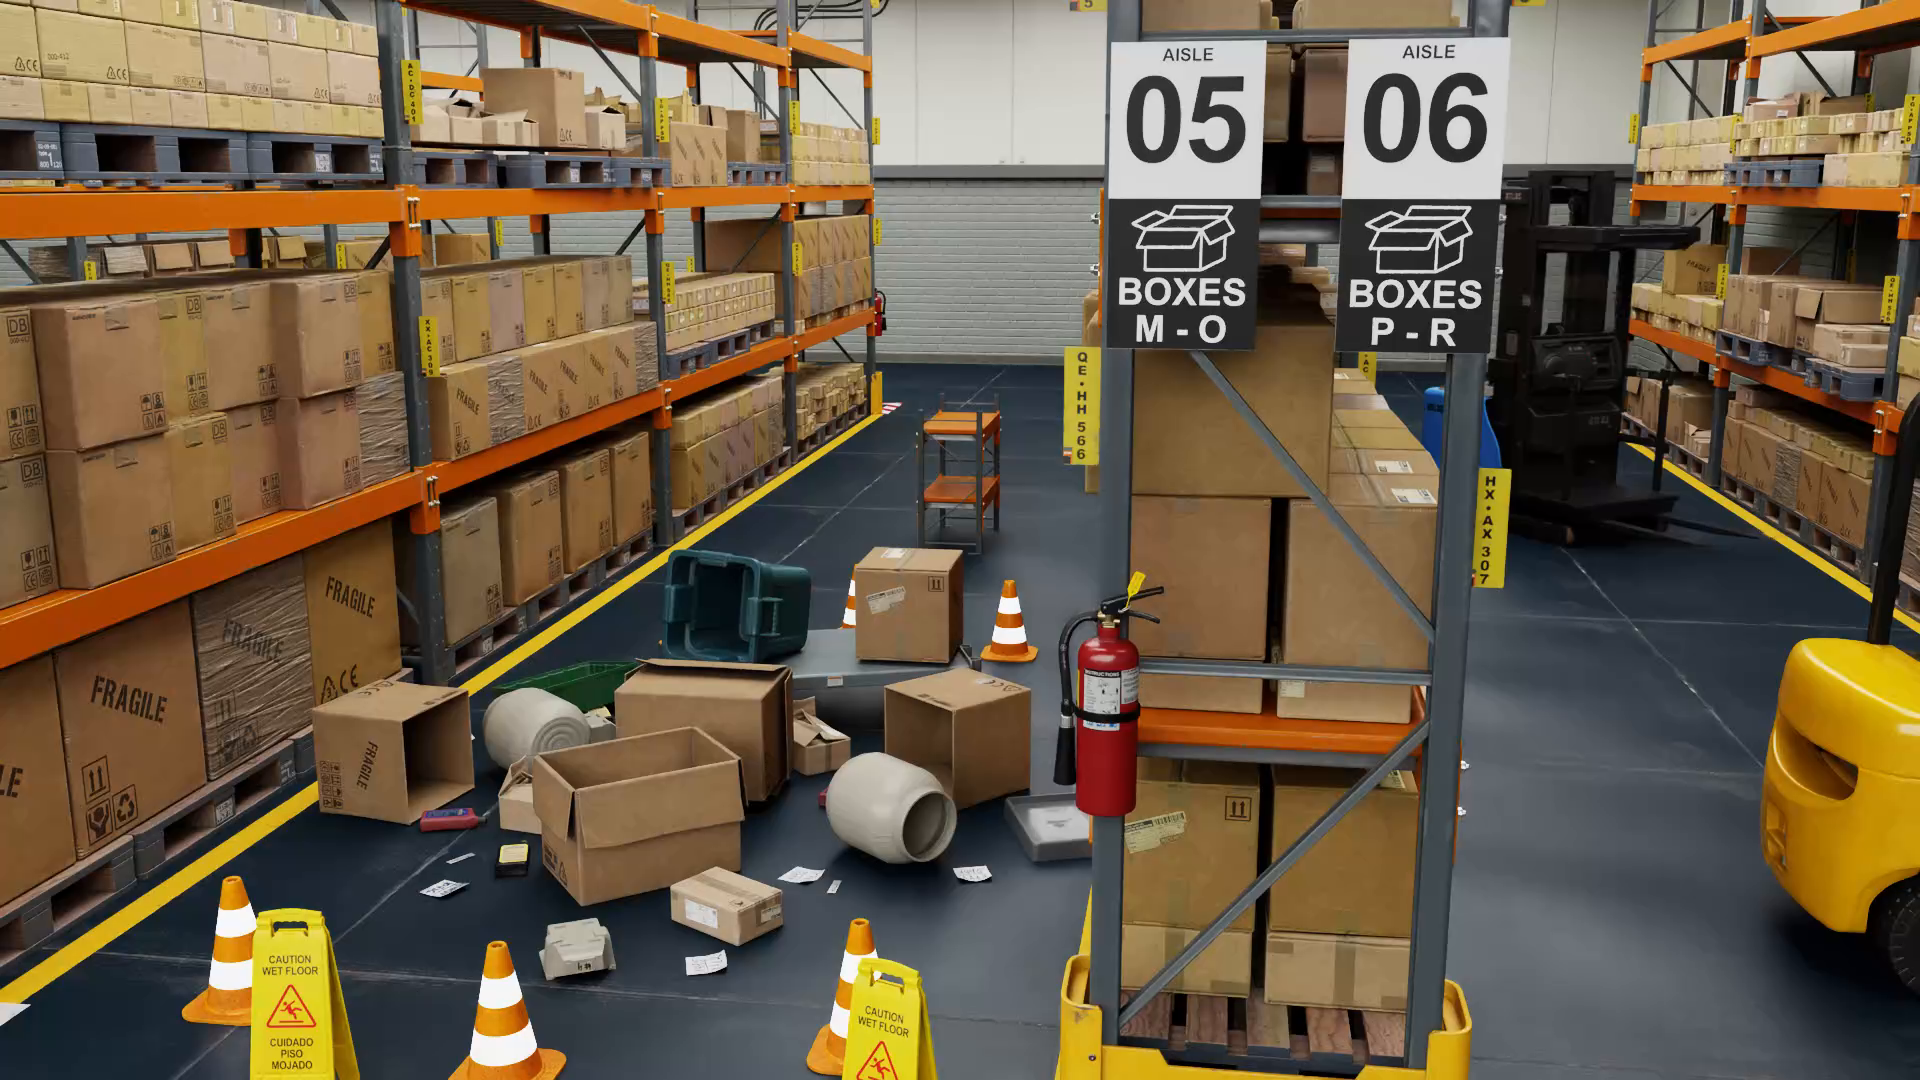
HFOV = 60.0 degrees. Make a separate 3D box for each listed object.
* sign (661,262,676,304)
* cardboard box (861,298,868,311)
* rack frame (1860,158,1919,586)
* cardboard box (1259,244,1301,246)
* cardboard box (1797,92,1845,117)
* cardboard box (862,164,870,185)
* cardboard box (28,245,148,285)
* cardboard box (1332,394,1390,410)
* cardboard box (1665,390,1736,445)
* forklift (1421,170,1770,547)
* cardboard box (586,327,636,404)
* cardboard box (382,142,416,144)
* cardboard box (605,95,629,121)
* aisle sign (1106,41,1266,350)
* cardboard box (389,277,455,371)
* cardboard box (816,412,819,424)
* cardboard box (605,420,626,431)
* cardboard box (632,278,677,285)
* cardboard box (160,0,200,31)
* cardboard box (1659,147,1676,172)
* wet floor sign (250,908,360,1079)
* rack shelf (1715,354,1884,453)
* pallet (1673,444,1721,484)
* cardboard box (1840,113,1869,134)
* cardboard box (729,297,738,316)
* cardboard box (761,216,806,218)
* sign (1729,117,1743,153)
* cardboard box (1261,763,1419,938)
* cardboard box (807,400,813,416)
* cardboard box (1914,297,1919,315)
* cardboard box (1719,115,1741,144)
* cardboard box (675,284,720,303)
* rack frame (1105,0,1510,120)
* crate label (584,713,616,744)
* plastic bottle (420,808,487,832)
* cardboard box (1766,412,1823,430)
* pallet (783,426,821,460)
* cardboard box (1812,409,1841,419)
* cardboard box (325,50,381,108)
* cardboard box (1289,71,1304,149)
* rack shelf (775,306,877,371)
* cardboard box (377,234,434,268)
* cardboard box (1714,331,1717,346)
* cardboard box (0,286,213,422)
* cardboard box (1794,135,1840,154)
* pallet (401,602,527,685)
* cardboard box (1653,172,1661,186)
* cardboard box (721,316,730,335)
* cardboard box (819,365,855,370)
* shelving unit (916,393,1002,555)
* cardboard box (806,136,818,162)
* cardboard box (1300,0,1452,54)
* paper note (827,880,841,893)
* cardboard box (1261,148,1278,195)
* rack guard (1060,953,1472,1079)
[{"bbox_3d":[-2.245,-1.979,12.809,0.100,0.325,0.005,2,12,9],"label":"sign"},{"bbox_3d":[-1.335,-2.896,20.408,0.380,0.149,0.250,2,12,9],"label":"cardboard box"},{"bbox_3d":[7.017,-1.131,11.622,1.000,3.000,0.127,2,12,9],"label":"rack frame"},{"bbox_3d":[2.737,-2.348,14.656,0.500,0.500,0.500,2,12,10],"label":"cardboard box"},{"bbox_3d":[7.653,-3.843,14.760,0.396,0.266,0.258,2,12,8],"label":"cardboard box"},{"bbox_3d":[-1.373,-4.386,19.959,0.500,0.250,0.500,2,12,7],"label":"cardboard box"},{"bbox_3d":[-7.551,-2.303,14.442,0.797,0.503,0.637,2,12,11],"label":"cardboard box"},{"bbox_3d":[1.527,-0.337,6.992,0.500,0.500,0.500,2,12,10],"label":"cardboard box"},{"bbox_3d":[7.731,-1.263,17.169,0.700,0.500,0.500,1,12,7],"label":"cardboard box"},{"bbox_3d":[5.144,-1.485,13.426,1.130,2.935,3.031,-6,13,-24],"label":"forklift"},{"bbox_3d":[-2.676,-1.273,12.044,0.500,0.500,0.500,2,12,9],"label":"cardboard box"},{"bbox_3d":[-3.459,-2.397,9.499,0.500,0.250,0.500,2,12,9],"label":"cardboard box"},{"bbox_3d":[-2.925,-3.520,13.531,0.396,0.266,0.258,2,12,9],"label":"cardboard box"},{"bbox_3d":[0.586,-0.893,4.347,0.394,0.787,0.004,2,12,9],"label":"aisle sign"},{"bbox_3d":[-3.339,-1.239,9.512,0.700,0.500,0.500,2,12,8],"label":"cardboard box"},{"bbox_3d":[-1.781,-1.361,18.457,0.380,0.149,0.250,1,12,6],"label":"cardboard box"},{"bbox_3d":[-2.948,-0.931,13.851,0.500,0.250,0.500,2,12,7],"label":"cardboard box"},{"bbox_3d":[-2.853,-2.353,15.478,0.380,0.149,0.250,2,12,8],"label":"cardboard box"},{"bbox_3d":[-3.384,-2.183,6.851,0.380,0.149,0.250,2,12,9],"label":"cardboard box"},{"bbox_3d":[7.761,-4.039,17.644,0.500,0.250,0.500,2,12,7],"label":"cardboard box"},{"bbox_3d":[-2.073,1.456,5.206,0.267,0.644,0.232,0,12,-1],"label":"wet floor sign"},{"bbox_3d":[7.325,-1.196,13.630,1.077,0.370,4.000,2,12,9],"label":"rack shelf"},{"bbox_3d":[7.739,-0.743,16.443,1.003,0.211,1.213,2,12,9],"label":"pallet"},{"bbox_3d":[6.941,-3.163,12.634,0.380,0.149,0.250,2,12,7],"label":"cardboard box"},{"bbox_3d":[-2.244,-2.127,15.138,0.380,0.149,0.250,2,12,9],"label":"cardboard box"},{"bbox_3d":[-2.069,-3.481,19.210,0.500,0.500,0.500,2,12,7],"label":"cardboard box"},{"bbox_3d":[7.095,-3.699,15.189,0.100,0.325,0.005,2,12,9],"label":"sign"},{"bbox_3d":[1.282,0.983,5.564,0.500,0.500,0.500,1,12,7],"label":"cardboard box"},{"bbox_3d":[-1.811,-1.449,18.161,0.380,0.149,0.250,1,12,6],"label":"cardboard box"},{"bbox_3d":[7.251,-1.487,12.041,0.500,0.500,0.500,2,12,11],"label":"cardboard box"},{"bbox_3d":[7.472,-3.859,15.625,0.500,0.250,0.500,2,12,9],"label":"cardboard box"},{"bbox_3d":[-2.331,-2.167,14.618,0.380,0.149,0.250,2,12,10],"label":"cardboard box"},{"bbox_3d":[0.882,-2.559,4.005,1.000,3.000,0.127,2,12,9],"label":"rack frame"},{"bbox_3d":[-1.929,0.993,8.562,0.298,0.136,0.250,-7,14,-30],"label":"crate label"},{"bbox_3d":[-2.280,1.260,7.504,0.283,0.061,0.133,-2,12,-11],"label":"plastic bottle"},{"bbox_3d":[7.291,-1.027,14.534,0.380,0.149,0.250,2,12,8],"label":"cardboard box"},{"bbox_3d":[-2.111,-1.041,17.823,1.003,0.211,1.213,2,12,9],"label":"pallet"},{"bbox_3d":[7.797,-1.072,14.747,0.380,0.149,0.250,2,12,9],"label":"cardboard box"},{"bbox_3d":[-3.232,-2.280,8.247,0.500,0.250,0.500,2,12,8],"label":"cardboard box"},{"bbox_3d":[1.310,-1.365,5.236,0.500,0.250,0.500,2,12,8],"label":"cardboard box"},{"bbox_3d":[-1.872,-2.328,18.883,1.077,0.370,4.000,2,12,9],"label":"rack shelf"},{"bbox_3d":[-6.867,-3.521,20.581,0.500,0.500,0.500,2,12,7],"label":"cardboard box"},{"bbox_3d":[7.432,-1.916,15.858,0.380,0.149,0.250,2,12,9],"label":"cardboard box"},{"bbox_3d":[-3.763,-0.787,7.104,0.875,0.550,0.500,2,12,9],"label":"cardboard box"},{"bbox_3d":[6.983,-3.191,13.424,0.380,0.149,0.250,2,12,10],"label":"cardboard box"},{"bbox_3d":[-3.365,0.602,10.198,1.003,0.211,1.213,2,12,9],"label":"pallet"},{"bbox_3d":[7.758,-3.924,18.059,0.380,0.149,0.250,2,12,10],"label":"cardboard box"},{"bbox_3d":[-2.283,-1.930,14.927,0.380,0.149,0.250,1,12,7],"label":"cardboard box"},{"bbox_3d":[-1.490,-2.029,20.149,0.380,0.149,0.250,2,12,10],"label":"cardboard box"},{"bbox_3d":[0.001,-0.551,13.381,0.538,1.125,1.048,2,12,9],"label":"shelving unit"},{"bbox_3d":[-1.787,-4.097,17.432,0.500,0.250,0.500,2,12,8],"label":"cardboard box"},{"bbox_3d":[1.138,-1.427,4.576,0.380,0.149,0.250,2,12,8],"label":"cardboard box"},{"bbox_3d":[-0.517,1.427,6.847,0.032,0.001,0.123,2,12,9],"label":"paper note"},{"bbox_3d":[0.846,-1.210,5.466,0.380,0.149,0.250,2,12,9],"label":"cardboard box"},{"bbox_3d":[0.894,1.580,4.974,1.175,0.500,0.348,2,12,9],"label":"rack guard"}]
